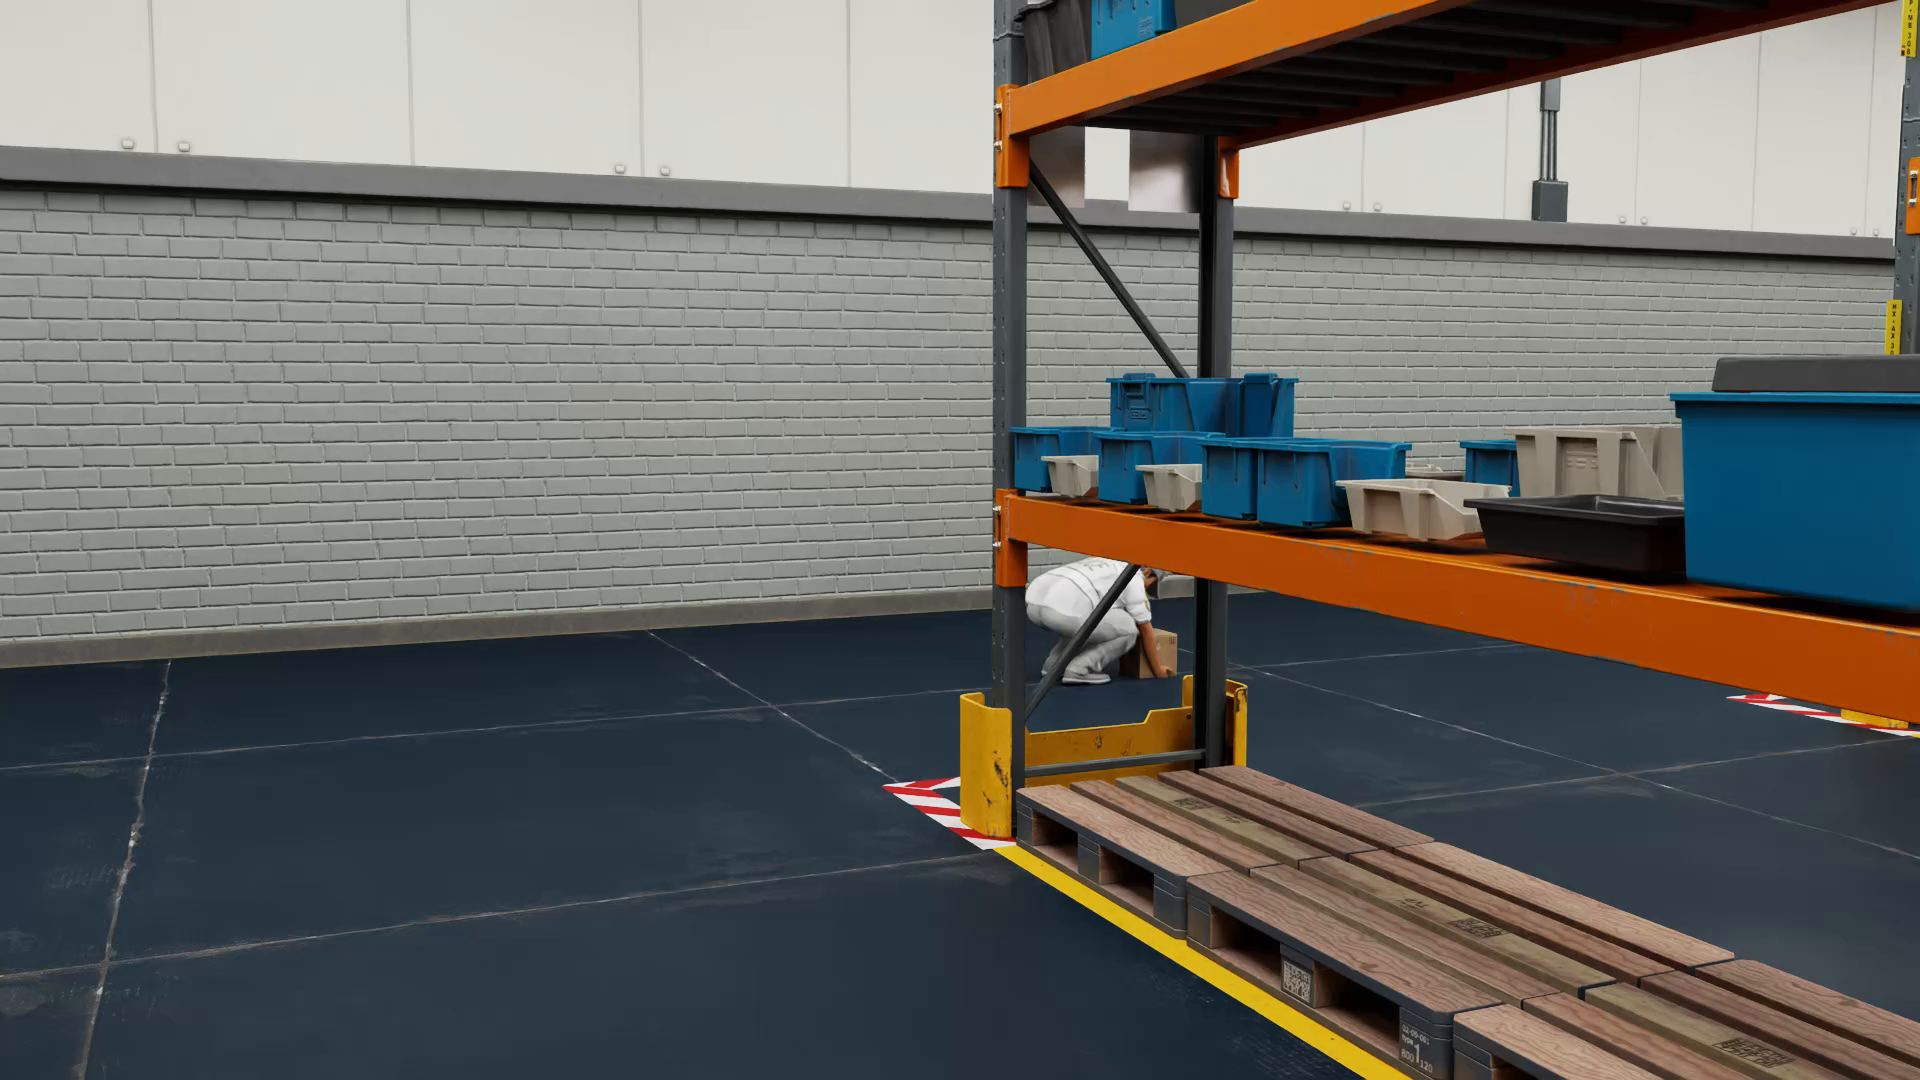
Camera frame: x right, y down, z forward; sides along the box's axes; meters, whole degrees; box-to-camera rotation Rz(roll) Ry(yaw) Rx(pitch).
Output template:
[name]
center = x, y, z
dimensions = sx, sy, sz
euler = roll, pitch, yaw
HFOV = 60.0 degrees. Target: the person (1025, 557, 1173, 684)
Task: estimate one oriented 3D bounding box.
[person]
center = 0.814, 0.471, 9.724
dimensions = 0.919, 0.762, 0.513
euler = -3, 6, -25
